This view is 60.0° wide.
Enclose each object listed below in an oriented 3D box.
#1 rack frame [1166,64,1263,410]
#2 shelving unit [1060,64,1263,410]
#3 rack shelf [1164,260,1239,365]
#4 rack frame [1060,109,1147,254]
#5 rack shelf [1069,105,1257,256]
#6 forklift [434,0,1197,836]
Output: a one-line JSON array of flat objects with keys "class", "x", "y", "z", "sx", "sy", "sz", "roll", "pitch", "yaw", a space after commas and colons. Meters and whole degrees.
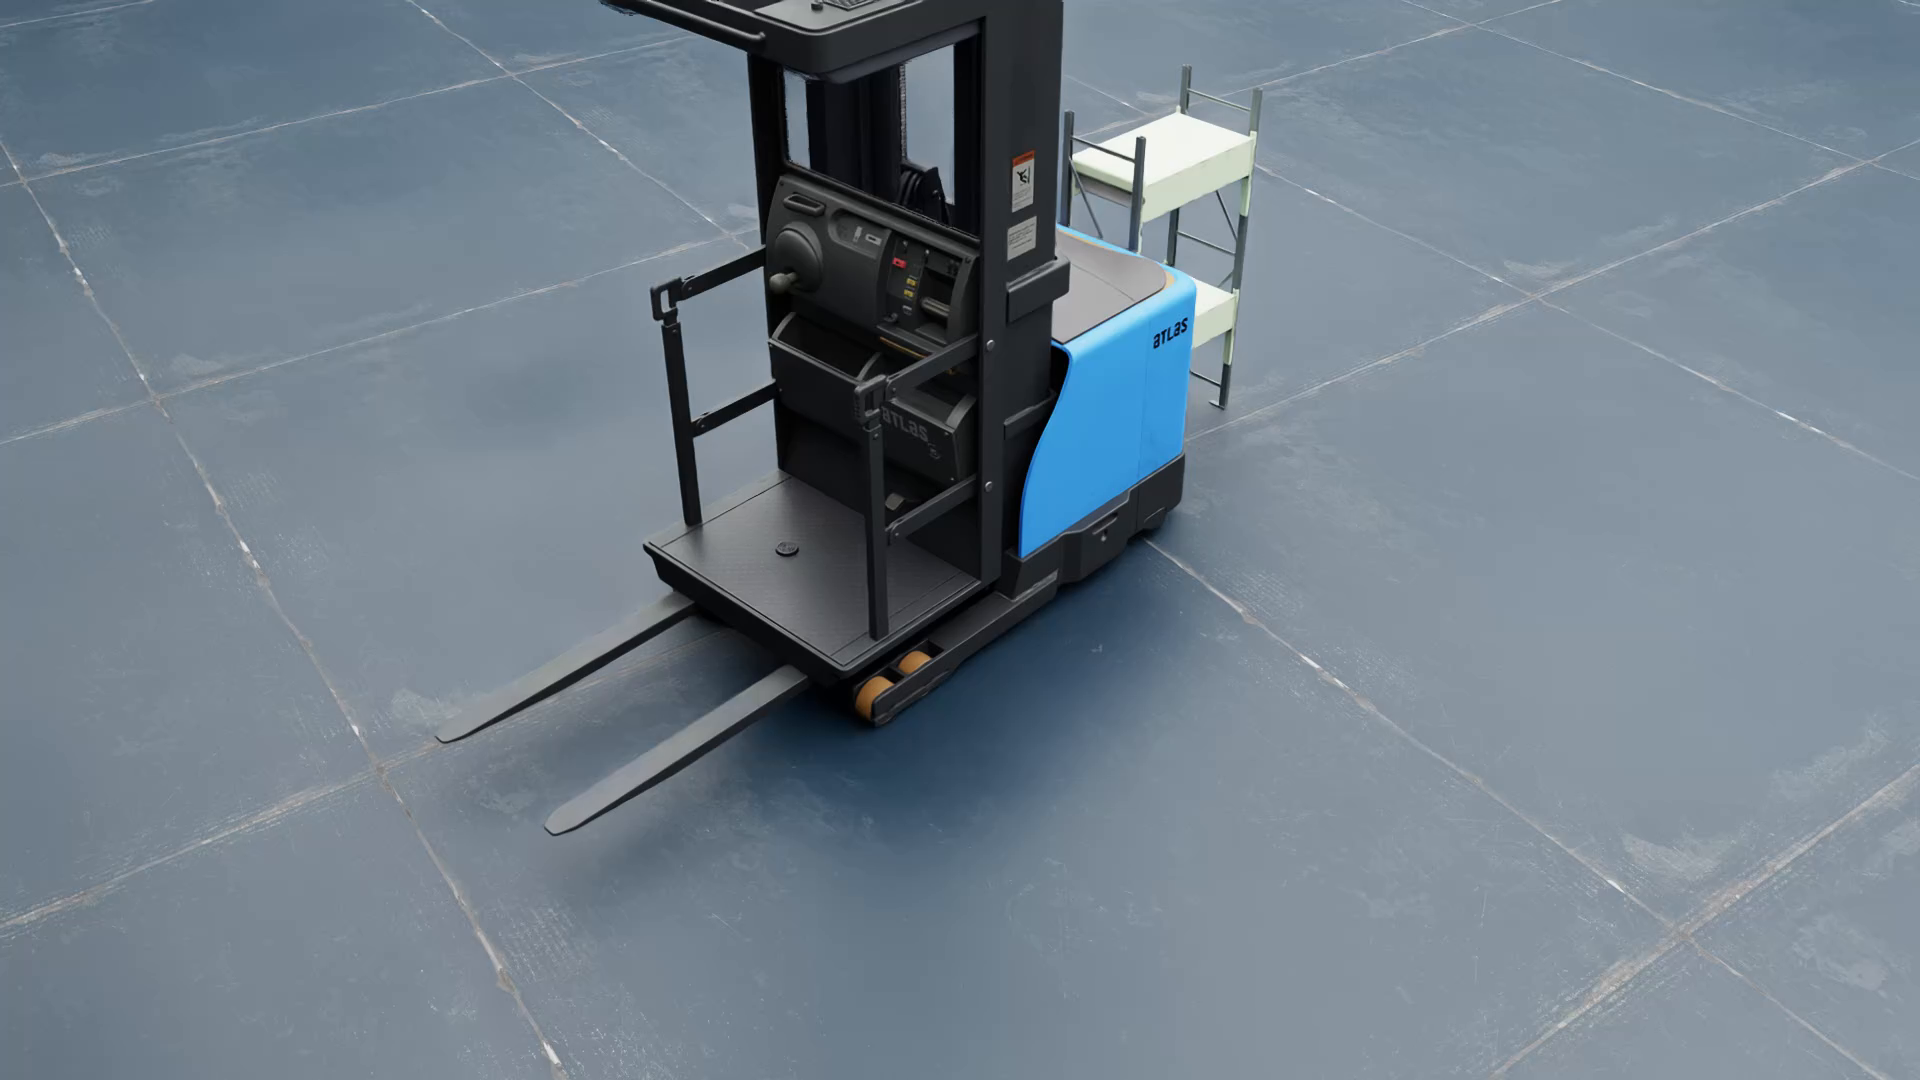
[{"class": "rack frame", "x": 1.073, "y": -1.290, "z": 7.259, "sx": 0.023, "sy": 1.500, "sz": 0.400, "roll": -30, "pitch": 45, "yaw": -35}, {"class": "shelving unit", "x": 0.814, "y": -1.141, "z": 7.048, "sx": 0.755, "sy": 1.500, "sz": 0.431, "roll": -30, "pitch": 45, "yaw": -35}, {"class": "rack shelf", "x": 0.813, "y": -0.876, "z": 7.238, "sx": 0.720, "sy": 0.370, "sz": 0.431, "roll": -30, "pitch": 45, "yaw": -35}, {"class": "rack frame", "x": 0.555, "y": -0.992, "z": 6.837, "sx": 0.023, "sy": 1.500, "sz": 0.400, "roll": -30, "pitch": 45, "yaw": -35}, {"class": "rack shelf", "x": 0.816, "y": -1.459, "z": 6.822, "sx": 0.720, "sy": 0.370, "sz": 0.431, "roll": -30, "pitch": 45, "yaw": -35}, {"class": "forklift", "x": -0.457, "y": -0.880, "z": 5.463, "sx": 1.130, "sy": 2.935, "sz": 3.031, "roll": 29, "pitch": 45, "yaw": 34}]
